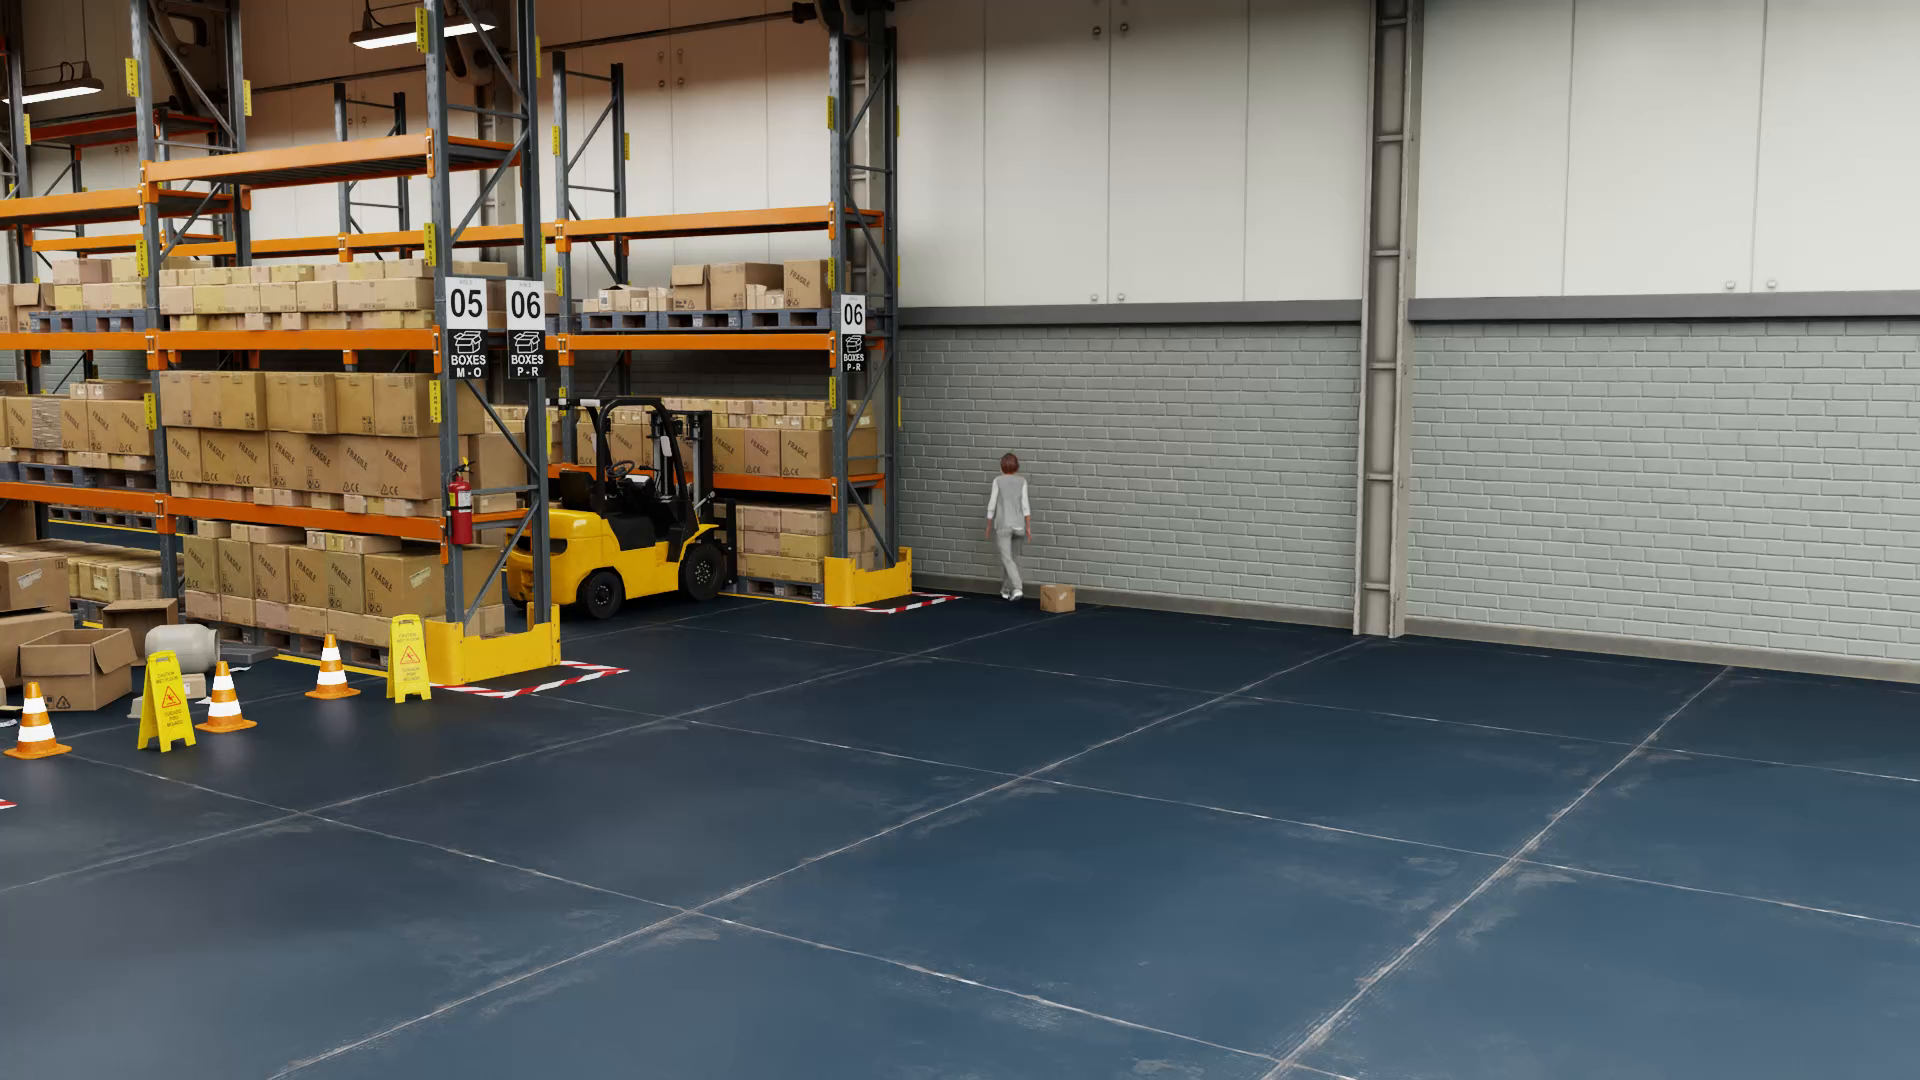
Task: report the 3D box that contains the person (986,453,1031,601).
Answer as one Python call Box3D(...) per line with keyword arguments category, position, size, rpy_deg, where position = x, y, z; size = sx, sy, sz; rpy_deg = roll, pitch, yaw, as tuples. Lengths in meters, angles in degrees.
Box3D(category="person", position=(0.512, -0.128, 17.318), size=(0.436, 1.548, 0.951), rpy_deg=(-2, 7, -15))
